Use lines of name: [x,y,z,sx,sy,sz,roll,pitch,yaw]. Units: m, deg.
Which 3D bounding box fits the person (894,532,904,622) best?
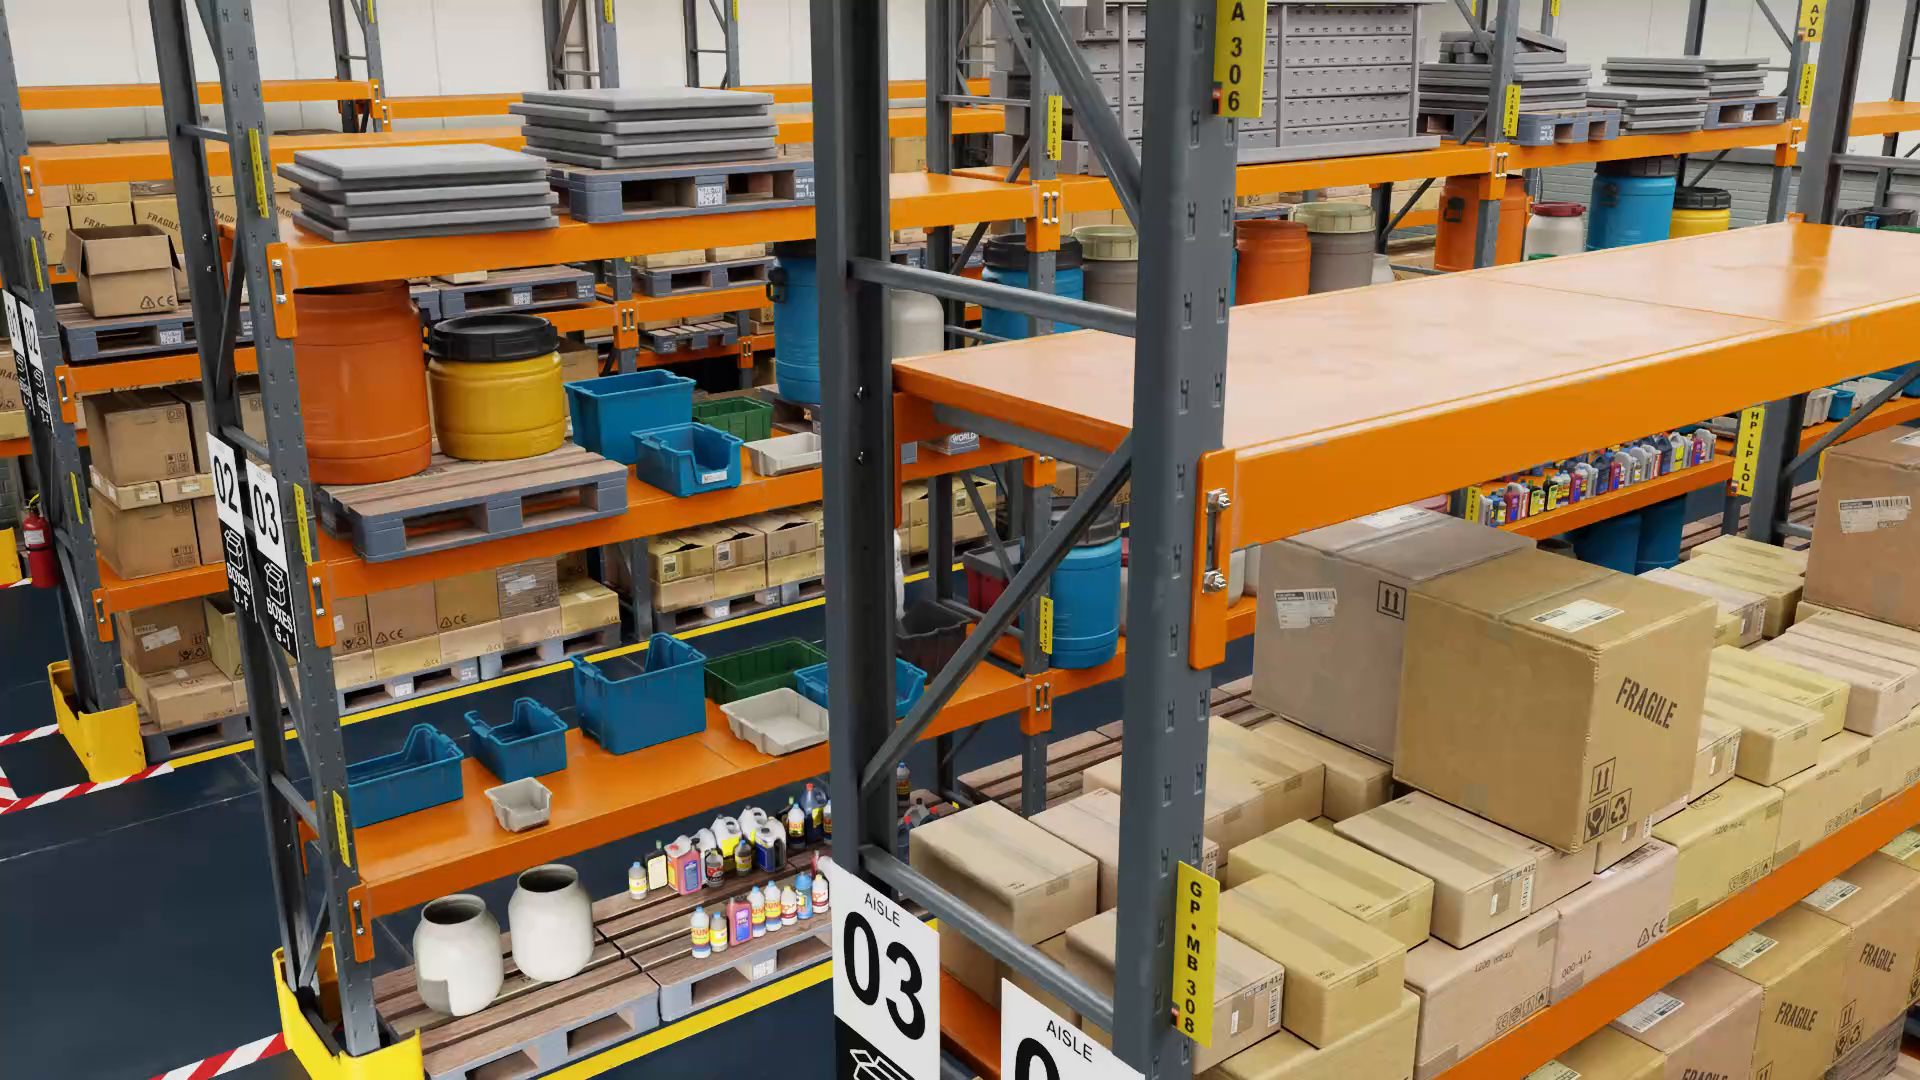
person: [-0.653,0.409,12.281,0.499,1.647,0.916,15,23,38]
